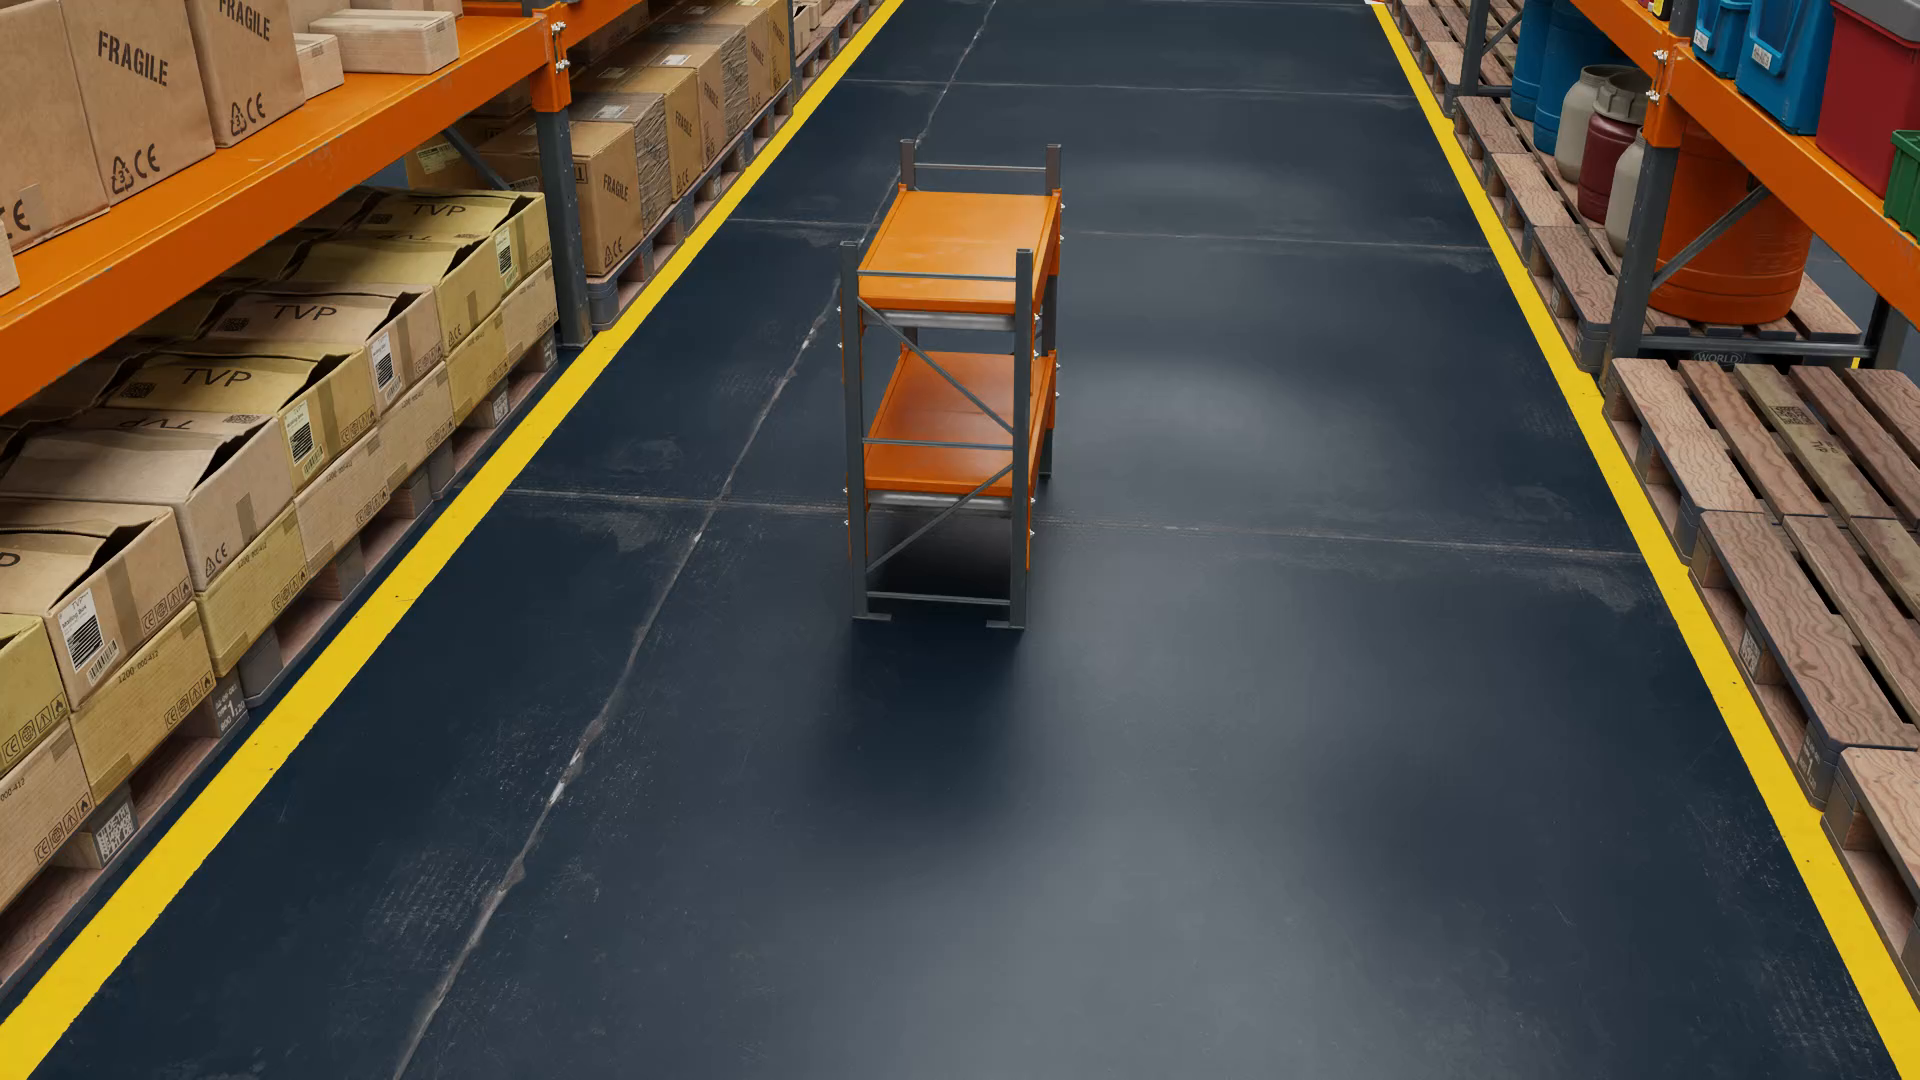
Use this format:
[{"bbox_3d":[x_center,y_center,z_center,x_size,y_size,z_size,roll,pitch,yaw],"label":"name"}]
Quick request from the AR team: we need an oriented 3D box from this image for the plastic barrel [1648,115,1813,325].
[{"bbox_3d":[2.962,-1.311,6.366,0.600,0.830,0.708,3,28,6],"label":"plastic barrel"}]

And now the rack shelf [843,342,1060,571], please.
[{"bbox_3d":[0.001,-0.283,5.105,0.538,0.278,1.000,3,28,6],"label":"rack shelf"}]

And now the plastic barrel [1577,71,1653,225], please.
[{"bbox_3d":[3.101,-1.736,7.410,0.600,0.588,0.708,3,28,6],"label":"plastic barrel"}]

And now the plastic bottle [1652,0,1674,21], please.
[{"bbox_3d":[2.546,-2.014,5.949,0.061,0.283,0.133,3,28,6],"label":"plastic bottle"}]

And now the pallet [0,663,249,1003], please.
[{"bbox_3d":[-2.435,0.622,3.874,1.003,0.211,1.213,3,28,6],"label":"pallet"}]

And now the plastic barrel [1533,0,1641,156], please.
[{"bbox_3d":[3.239,-2.406,8.323,0.600,0.901,0.708,3,28,6],"label":"plastic barrel"}]

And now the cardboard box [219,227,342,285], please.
[{"bbox_3d":[-2.408,-0.884,5.593,0.500,0.311,0.500,3,28,5],"label":"cardboard box"}]

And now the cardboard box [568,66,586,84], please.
[{"bbox_3d":[-2.051,-1.931,7.842,0.500,0.500,0.500,2,28,4],"label":"cardboard box"}]

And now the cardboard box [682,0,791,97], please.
[{"bbox_3d":[-1.282,-2.867,9.581,0.500,0.500,0.500,3,28,6],"label":"cardboard box"}]

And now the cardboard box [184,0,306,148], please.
[{"bbox_3d":[-2.186,-1.393,4.568,0.500,0.500,0.500,2,28,3],"label":"cardboard box"}]

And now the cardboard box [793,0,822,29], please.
[{"bbox_3d":[-1.144,-3.562,11.222,0.380,0.166,0.250,3,28,6],"label":"cardboard box"}]

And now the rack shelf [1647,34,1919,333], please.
[{"bbox_3d":[2.674,-0.592,3.945,1.077,0.370,4.000,3,28,6],"label":"rack shelf"}]

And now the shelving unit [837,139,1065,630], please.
[{"bbox_3d":[0.001,-0.498,4.989,0.538,1.125,1.048,3,28,6],"label":"shelving unit"}]

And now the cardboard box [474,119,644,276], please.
[{"bbox_3d":[-1.657,-1.431,6.915,0.500,0.500,0.500,5,29,8],"label":"cardboard box"}]

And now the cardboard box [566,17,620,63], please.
[{"bbox_3d":[-1.991,-2.526,8.156,0.500,0.250,0.500,3,28,5],"label":"cardboard box"}]

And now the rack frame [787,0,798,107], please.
[{"bbox_3d":[-1.506,-4.023,9.554,1.000,3.000,0.127,3,28,6],"label":"rack frame"}]

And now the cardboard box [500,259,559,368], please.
[{"bbox_3d":[-1.819,-0.852,6.126,0.500,0.250,0.500,4,29,7],"label":"cardboard box"}]

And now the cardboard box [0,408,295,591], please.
[{"bbox_3d":[-2.060,-0.137,4.207,0.500,0.311,0.500,2,28,5],"label":"cardboard box"}]

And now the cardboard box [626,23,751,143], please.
[{"bbox_3d":[-1.413,-2.399,8.712,0.500,0.500,0.500,4,29,7],"label":"cardboard box"}]

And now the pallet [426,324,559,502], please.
[{"bbox_3d":[-2.136,-0.527,6.006,1.003,0.211,1.213,3,28,6],"label":"pallet"}]

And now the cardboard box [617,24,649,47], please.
[{"bbox_3d":[-1.930,-2.416,8.743,0.500,0.500,0.500,4,29,7],"label":"cardboard box"}]

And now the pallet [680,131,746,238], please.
[{"bbox_3d":[-1.715,-1.834,8.432,1.003,0.211,1.213,3,28,6],"label":"pallet"}]

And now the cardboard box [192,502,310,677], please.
[{"bbox_3d":[-2.066,0.109,4.342,0.500,0.250,0.500,3,28,5],"label":"cardboard box"}]

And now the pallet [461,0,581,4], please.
[{"bbox_3d":[-1.983,-2.379,6.705,1.213,0.211,1.003,3,28,6],"label":"pallet"}]

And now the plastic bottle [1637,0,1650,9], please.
[{"bbox_3d":[2.574,-2.123,6.151,0.061,0.283,0.133,3,28,6],"label":"plastic bottle"}]

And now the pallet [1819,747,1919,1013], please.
[{"bbox_3d":[2.487,0.888,3.379,1.003,0.211,1.213,3,28,6],"label":"pallet"}]

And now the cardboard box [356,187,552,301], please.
[{"bbox_3d":[-1.816,-1.100,5.995,0.500,0.311,0.500,4,29,8],"label":"cardboard box"}]

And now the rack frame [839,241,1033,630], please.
[{"bbox_3d":[-0.061,-0.259,4.545,0.500,1.125,0.032,3,28,6],"label":"rack frame"}]

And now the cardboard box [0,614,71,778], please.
[{"bbox_3d":[-2.188,0.342,3.318,0.500,0.311,0.500,3,29,6],"label":"cardboard box"}]

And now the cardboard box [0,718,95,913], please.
[{"bbox_3d":[-2.191,0.593,3.443,0.500,0.250,0.500,3,28,5],"label":"cardboard box"}]

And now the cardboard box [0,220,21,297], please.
[{"bbox_3d":[-2.175,-0.552,3.376,0.380,0.149,0.250,3,28,6],"label":"cardboard box"}]

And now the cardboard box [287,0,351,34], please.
[{"bbox_3d":[-2.298,-1.691,5.320,0.500,0.311,0.500,3,28,6],"label":"cardboard box"}]

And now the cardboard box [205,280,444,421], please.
[{"bbox_3d":[-1.938,-0.618,5.099,0.500,0.311,0.500,3,28,6],"label":"cardboard box"}]

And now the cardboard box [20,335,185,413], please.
[{"bbox_3d":[-2.535,-0.402,4.698,0.500,0.311,0.500,3,28,6],"label":"cardboard box"}]

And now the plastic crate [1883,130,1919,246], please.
[{"bbox_3d":[2.362,-0.710,3.629,0.450,0.188,0.662,3,28,6],"label":"plastic crate"}]

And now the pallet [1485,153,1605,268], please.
[{"bbox_3d":[3.127,-1.569,7.939,1.003,0.211,1.213,3,28,6],"label":"pallet"}]

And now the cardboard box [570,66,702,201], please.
[{"bbox_3d":[-1.532,-1.913,7.810,0.500,0.500,0.500,3,28,6],"label":"cardboard box"}]

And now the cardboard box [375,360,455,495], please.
[{"bbox_3d":[-1.943,-0.373,5.236,0.500,0.250,0.500,4,29,7],"label":"cardboard box"}]

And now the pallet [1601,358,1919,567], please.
[{"bbox_3d":[2.786,-0.260,5.510,1.003,0.211,1.213,3,28,6],"label":"pallet"}]

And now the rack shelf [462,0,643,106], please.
[{"bbox_3d":[-1.751,-2.765,7.977,1.077,0.370,4.000,3,28,6],"label":"rack shelf"}]

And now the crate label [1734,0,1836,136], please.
[{"bbox_3d":[2.529,-1.414,4.674,0.502,0.435,0.616,3,28,6],"label":"crate label"}]

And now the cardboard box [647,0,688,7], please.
[{"bbox_3d":[-1.807,-2.902,9.646,0.500,0.500,0.500,2,28,4],"label":"cardboard box"}]

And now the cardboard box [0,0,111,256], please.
[{"bbox_3d":[-2.311,-0.910,3.670,0.500,0.500,0.500,5,29,10],"label":"cardboard box"}]

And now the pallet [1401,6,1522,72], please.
[{"bbox_3d":[3.608,-3.430,11.394,1.003,0.211,1.213,3,28,6],"label":"pallet"}]

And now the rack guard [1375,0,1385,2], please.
[{"bbox_3d":[3.890,-4.528,13.127,1.175,0.500,0.348,3,28,6],"label":"rack guard"}]

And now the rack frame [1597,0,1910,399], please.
[{"bbox_3d":[2.919,-1.850,5.522,1.000,3.000,0.127,3,28,6],"label":"rack frame"}]

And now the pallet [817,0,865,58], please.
[{"bbox_3d":[-1.274,-3.694,11.885,1.003,0.211,1.213,3,28,6],"label":"pallet"}]
